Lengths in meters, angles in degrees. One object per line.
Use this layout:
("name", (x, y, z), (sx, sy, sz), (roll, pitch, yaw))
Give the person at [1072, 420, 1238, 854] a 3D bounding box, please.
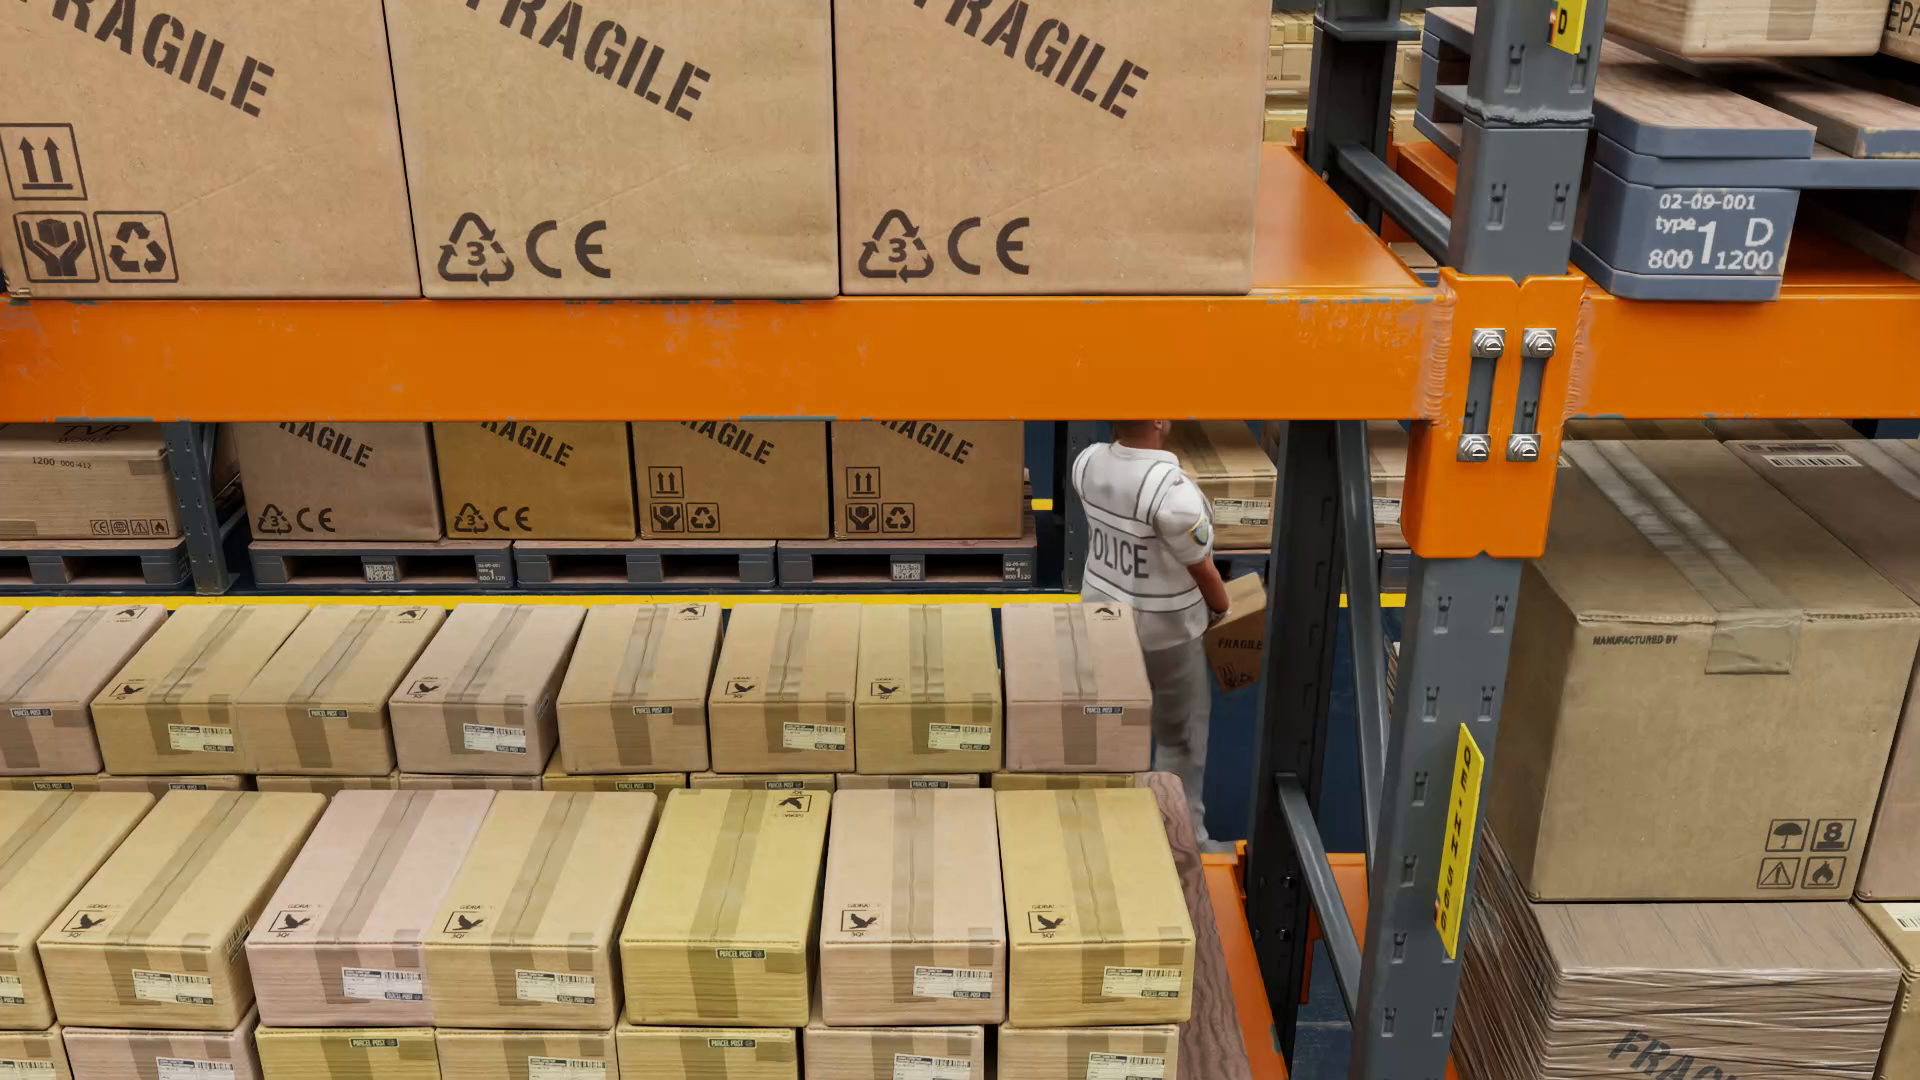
("person", (0.668, 0.258, 5.460), (0.508, 1.790, 0.587), (-18, 30, -34))
